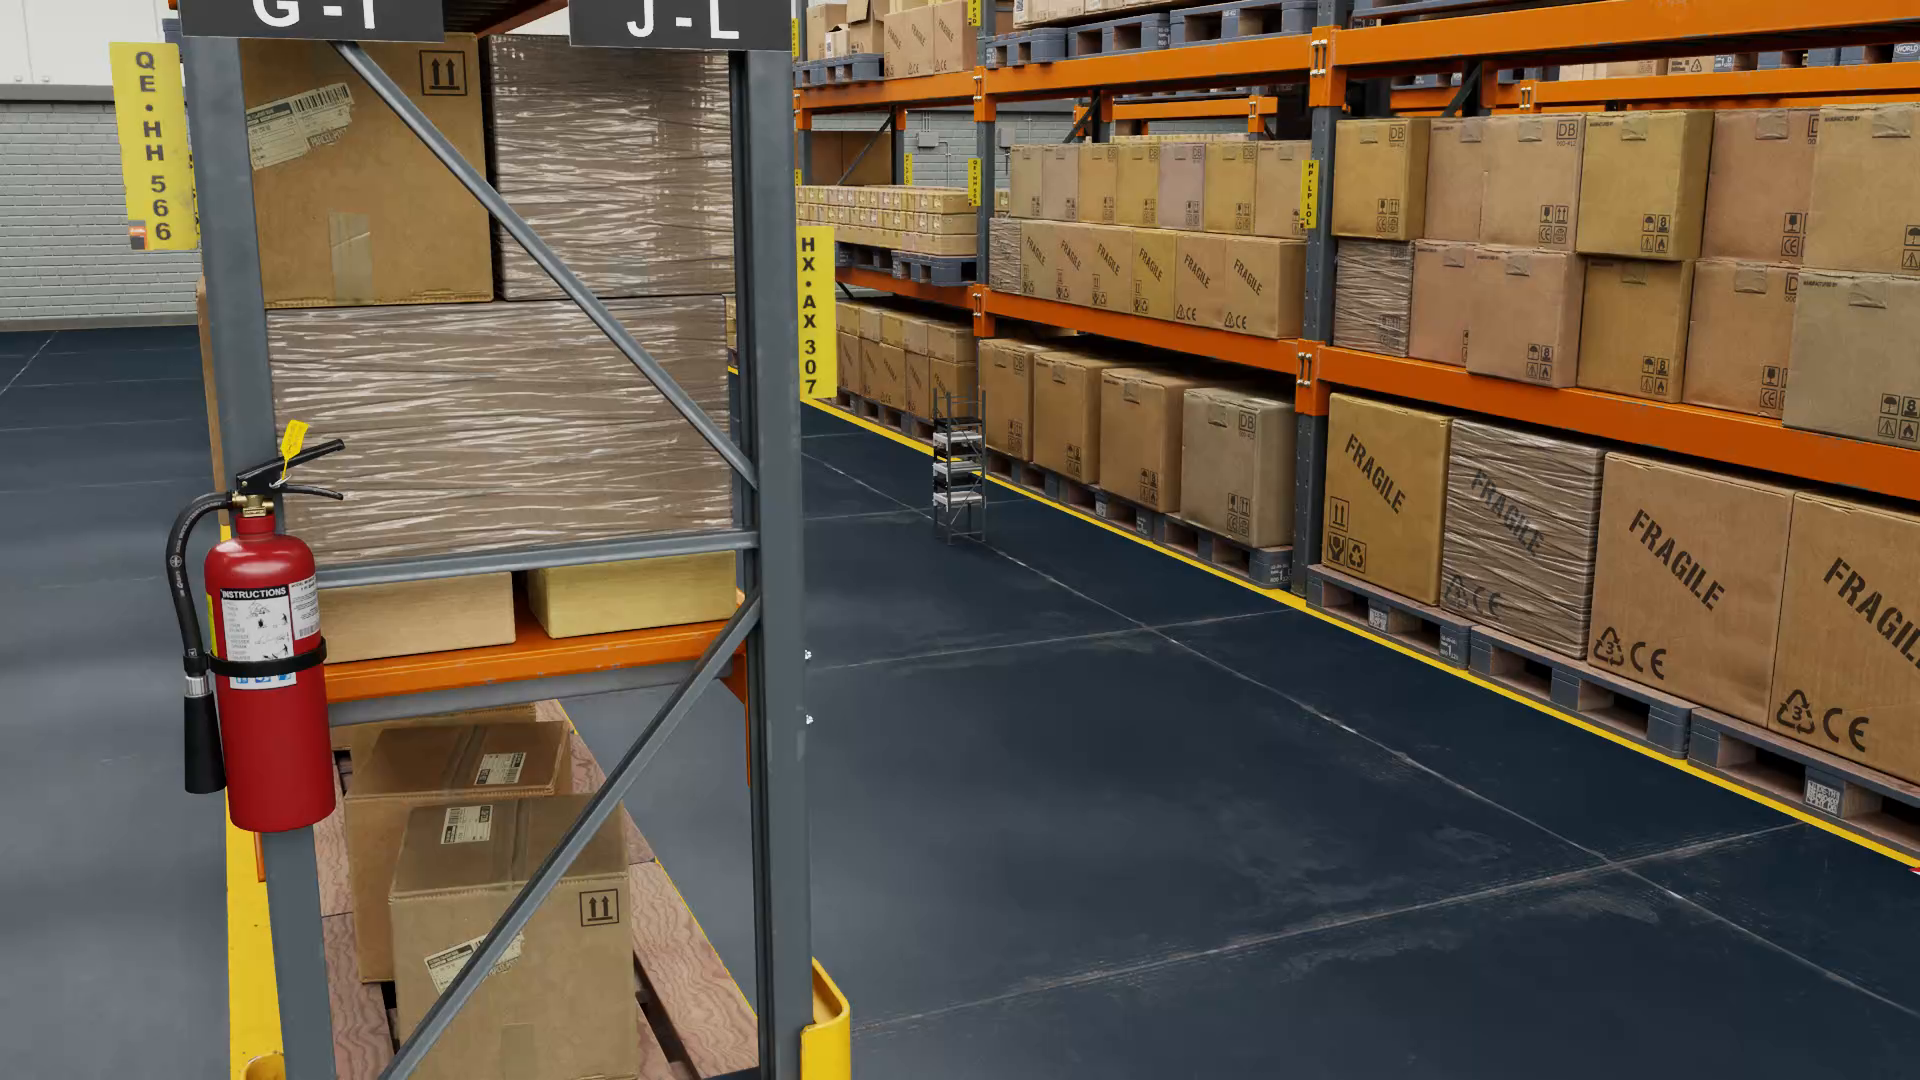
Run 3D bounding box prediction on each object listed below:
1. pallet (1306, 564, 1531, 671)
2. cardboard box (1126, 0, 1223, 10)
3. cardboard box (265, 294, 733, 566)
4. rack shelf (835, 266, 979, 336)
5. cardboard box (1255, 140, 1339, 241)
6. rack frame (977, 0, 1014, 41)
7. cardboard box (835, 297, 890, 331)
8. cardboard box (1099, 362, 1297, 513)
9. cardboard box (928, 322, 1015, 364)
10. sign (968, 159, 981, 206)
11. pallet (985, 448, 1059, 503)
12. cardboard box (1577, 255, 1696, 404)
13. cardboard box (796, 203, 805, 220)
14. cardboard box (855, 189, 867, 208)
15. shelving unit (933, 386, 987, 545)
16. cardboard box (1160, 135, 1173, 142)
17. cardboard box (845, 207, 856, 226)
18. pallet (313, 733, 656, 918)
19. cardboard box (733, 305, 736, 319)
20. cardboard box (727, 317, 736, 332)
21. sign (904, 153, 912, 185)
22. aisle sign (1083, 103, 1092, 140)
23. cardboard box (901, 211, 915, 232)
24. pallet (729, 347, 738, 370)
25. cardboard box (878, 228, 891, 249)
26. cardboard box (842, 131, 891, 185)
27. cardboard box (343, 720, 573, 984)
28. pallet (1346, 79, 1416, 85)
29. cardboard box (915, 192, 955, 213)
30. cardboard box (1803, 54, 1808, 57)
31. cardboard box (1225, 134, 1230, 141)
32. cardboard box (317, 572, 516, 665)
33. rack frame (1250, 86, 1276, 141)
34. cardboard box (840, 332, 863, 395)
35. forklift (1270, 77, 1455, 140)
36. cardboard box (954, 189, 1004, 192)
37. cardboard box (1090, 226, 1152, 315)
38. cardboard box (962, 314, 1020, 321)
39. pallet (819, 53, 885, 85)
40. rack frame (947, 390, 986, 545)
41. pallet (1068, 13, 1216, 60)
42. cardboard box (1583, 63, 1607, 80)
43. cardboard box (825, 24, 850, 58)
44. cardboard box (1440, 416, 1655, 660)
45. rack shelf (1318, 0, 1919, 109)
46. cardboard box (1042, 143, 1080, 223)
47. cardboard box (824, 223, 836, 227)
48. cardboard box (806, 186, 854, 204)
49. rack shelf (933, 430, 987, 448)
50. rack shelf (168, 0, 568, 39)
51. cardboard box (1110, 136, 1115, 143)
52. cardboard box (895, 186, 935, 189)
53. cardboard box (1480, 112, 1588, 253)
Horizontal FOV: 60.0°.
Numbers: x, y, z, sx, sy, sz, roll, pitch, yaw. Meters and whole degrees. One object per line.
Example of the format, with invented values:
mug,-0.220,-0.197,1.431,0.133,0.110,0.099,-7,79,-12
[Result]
pallet,2.434,0.309,8.067,1.003,0.211,1.213,-6,14,-23
cardboard box,1.297,-3.227,9.554,0.500,0.311,0.500,-6,14,-25
cardboard box,-0.977,-0.270,3.502,0.875,0.500,0.500,-6,14,-23
rack shelf,-0.202,-2.103,13.899,1.077,0.370,4.000,-6,14,-23
cardboard box,1.997,-1.852,8.778,0.700,0.500,0.500,-6,14,-24
rack frame,0.599,-4.963,11.356,1.000,3.000,0.127,-6,14,-23
cardboard box,-0.950,-2.042,14.990,0.500,0.250,0.500,-6,14,-25
cardboard box,1.487,-0.642,10.050,1.050,0.750,0.750,-6,14,-23
cardboard box,0.085,-1.510,12.690,0.500,0.250,0.500,-6,14,-24
sign,0.105,-2.515,11.690,0.100,0.325,0.005,-6,14,-23
pallet,0.846,-0.512,11.614,1.003,0.211,1.213,-6,14,-23
cardboard box,3.013,-0.877,6.676,0.875,0.550,0.500,-6,14,-23
cardboard box,-1.267,-2.971,15.019,0.380,0.149,0.250,-5,14,-22
cardboard box,-0.637,-2.793,13.593,0.380,0.149,0.250,-5,14,-21
shelving unit,-0.003,-0.440,9.776,0.258,0.900,0.210,-6,14,-23
cardboard box,2.510,-4.541,18.958,0.380,0.149,0.250,-6,14,-23
cardboard box,-0.737,-2.700,13.850,0.380,0.149,0.250,-6,14,-24
pallet,-1.590,0.960,5.254,1.003,0.211,1.213,-6,14,-23
cardboard box,-2.225,-2.448,17.866,0.380,0.149,0.250,-5,14,-21
cardboard box,-2.391,-2.355,18.124,0.380,0.149,0.250,-5,14,-21
sign,-0.496,-3.481,15.692,0.100,0.325,0.005,-6,14,-23
aisle sign,1.595,-5.416,20.854,0.394,0.787,0.004,-6,14,-23
cardboard box,-0.233,-2.437,12.714,0.380,0.149,0.250,-5,14,-22
pallet,-1.798,-1.896,17.594,1.003,0.211,1.213,-6,14,-23
cardboard box,-0.427,-2.395,13.190,0.380,0.149,0.250,-6,14,-25
cardboard box,-0.961,-3.663,15.943,0.500,0.500,0.500,-5,14,-22
cardboard box,-1.287,0.802,4.364,0.500,0.500,0.500,-2,13,-8
pallet,3.904,-4.518,16.509,0.805,0.209,1.217,-6,14,-25
cardboard box,-0.116,-2.524,12.430,0.380,0.149,0.250,-6,14,-24
cardboard box,8.712,-4.997,16.945,0.380,0.149,0.250,-6,14,-23
cardboard box,3.070,-4.286,17.856,0.380,0.149,0.250,-5,14,-22
cardboard box,-1.085,0.122,3.248,0.380,0.149,0.250,-6,14,-23
rack frame,3.492,-3.335,17.625,1.000,3.000,0.127,-6,14,-23
cardboard box,-0.737,-1.568,14.603,0.500,0.500,0.500,-5,14,-20
forklift,3.141,-2.144,12.635,1.130,2.935,3.031,-7,15,-29
cardboard box,0.171,-2.742,13.371,0.380,0.149,0.250,-5,14,-20
cardboard box,1.137,-1.660,10.166,0.500,0.500,0.500,-6,14,-24
cardboard box,0.341,-1.661,13.345,0.500,0.250,0.500,-6,14,-24
pallet,-0.436,-3.885,13.769,1.213,0.211,1.003,-6,14,-23
rack frame,0.037,-0.419,9.685,0.240,0.900,0.006,-6,14,-23
pallet,1.356,-3.050,10.164,1.003,0.211,1.213,-5,14,-20
cardboard box,5.166,-3.771,13.156,0.396,0.266,0.258,-6,14,-23
cardboard box,-0.843,-4.288,14.360,0.500,0.311,0.500,-6,14,-24
cardboard box,2.753,-0.061,7.262,0.875,0.875,0.875,-6,14,-23
rack shelf,3.002,-1.911,6.419,1.077,0.370,4.000,-6,14,-23
cardboard box,0.973,-2.378,11.053,0.700,0.500,0.500,-6,14,-24
cardboard box,-0.955,-2.665,14.358,0.380,0.149,0.250,-5,14,-22
cardboard box,-1.150,-3.059,14.739,0.380,0.149,0.250,-5,14,-21
rack shelf,-0.003,-0.583,9.743,0.258,0.077,0.200,-6,14,-23
rack shelf,-1.583,-1.484,4.574,1.077,0.370,4.000,-6,14,-23
cardboard box,1.947,-4.803,20.091,0.380,0.149,0.250,-5,14,-21
cardboard box,-0.348,-3.010,14.529,0.380,0.149,0.250,-6,14,-23
cardboard box,2.735,-1.506,6.999,0.875,0.550,0.550,-6,14,-23
